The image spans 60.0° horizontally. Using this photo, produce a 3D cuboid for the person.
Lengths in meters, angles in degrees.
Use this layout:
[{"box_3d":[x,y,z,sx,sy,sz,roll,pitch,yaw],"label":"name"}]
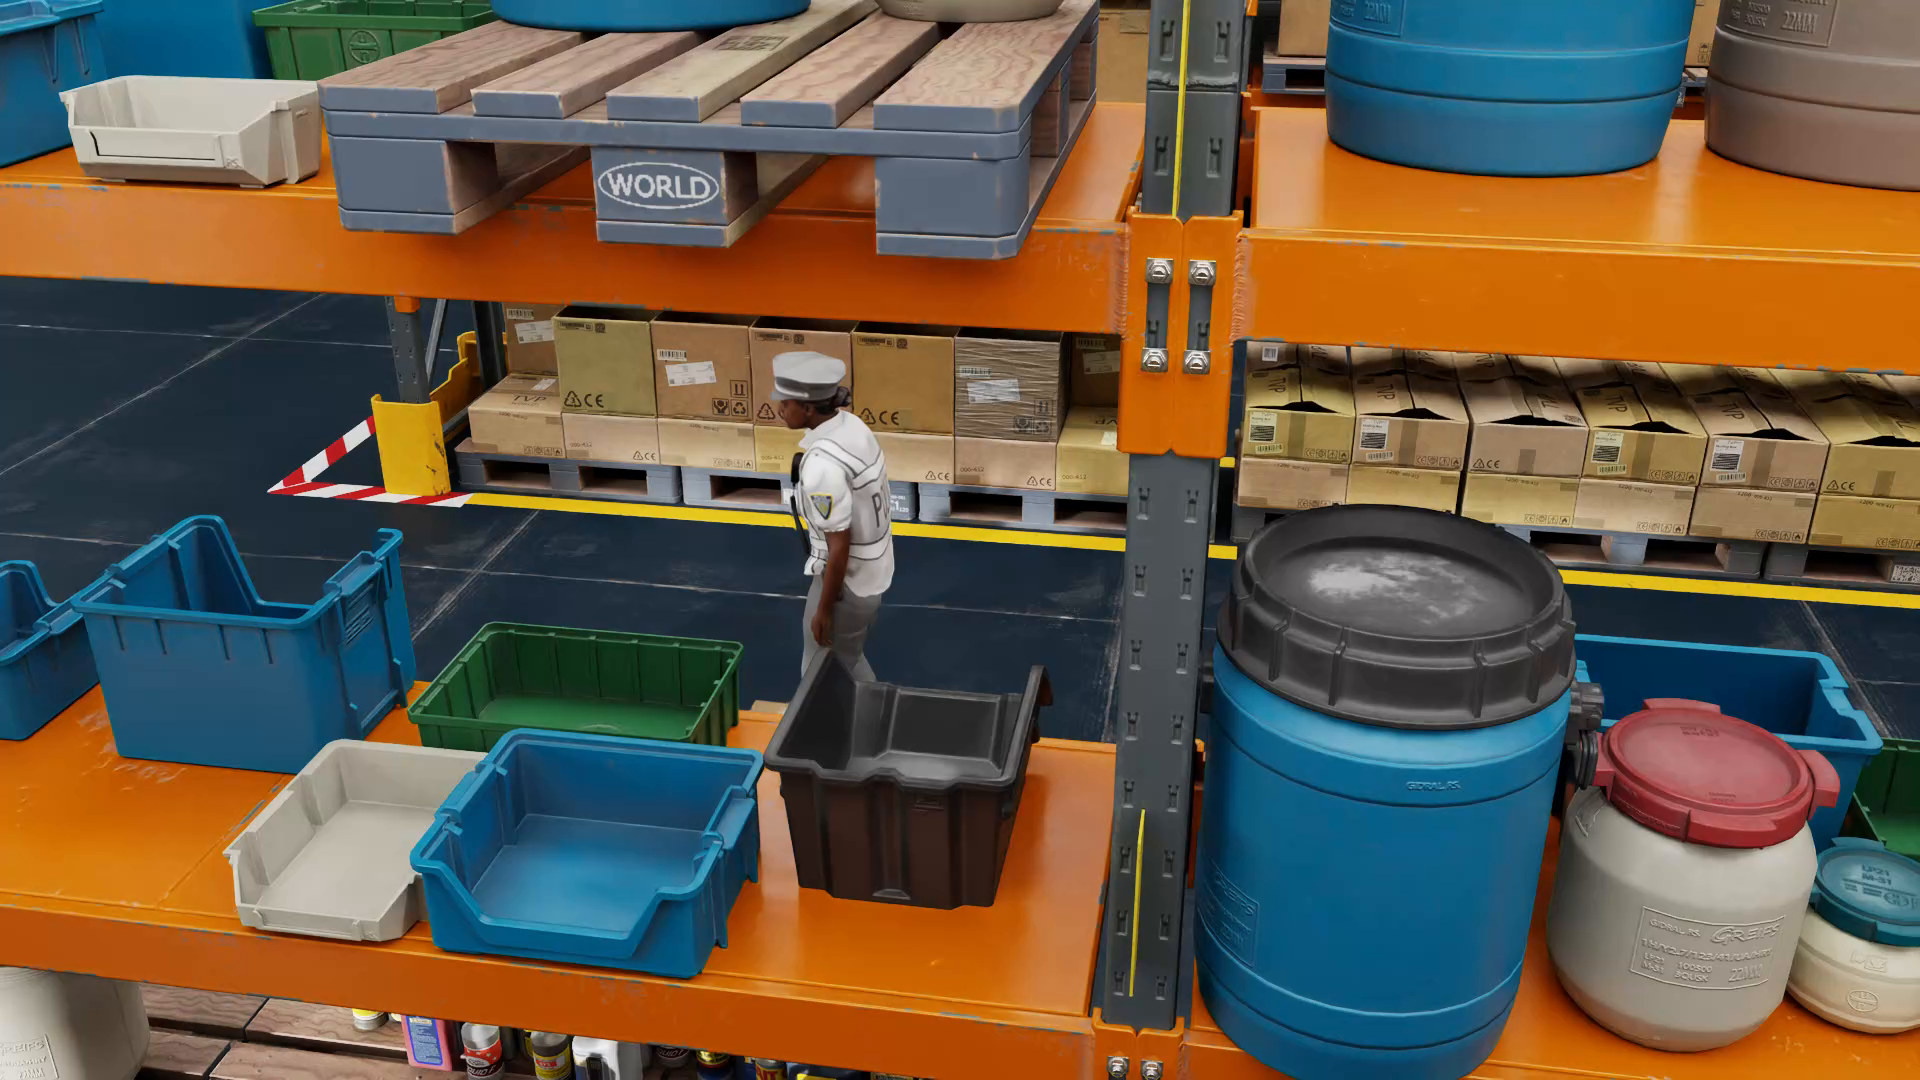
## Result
[{"box_3d":[-0.428,0.143,5.805,0.394,1.657,0.506,3,25,7],"label":"person"}]
